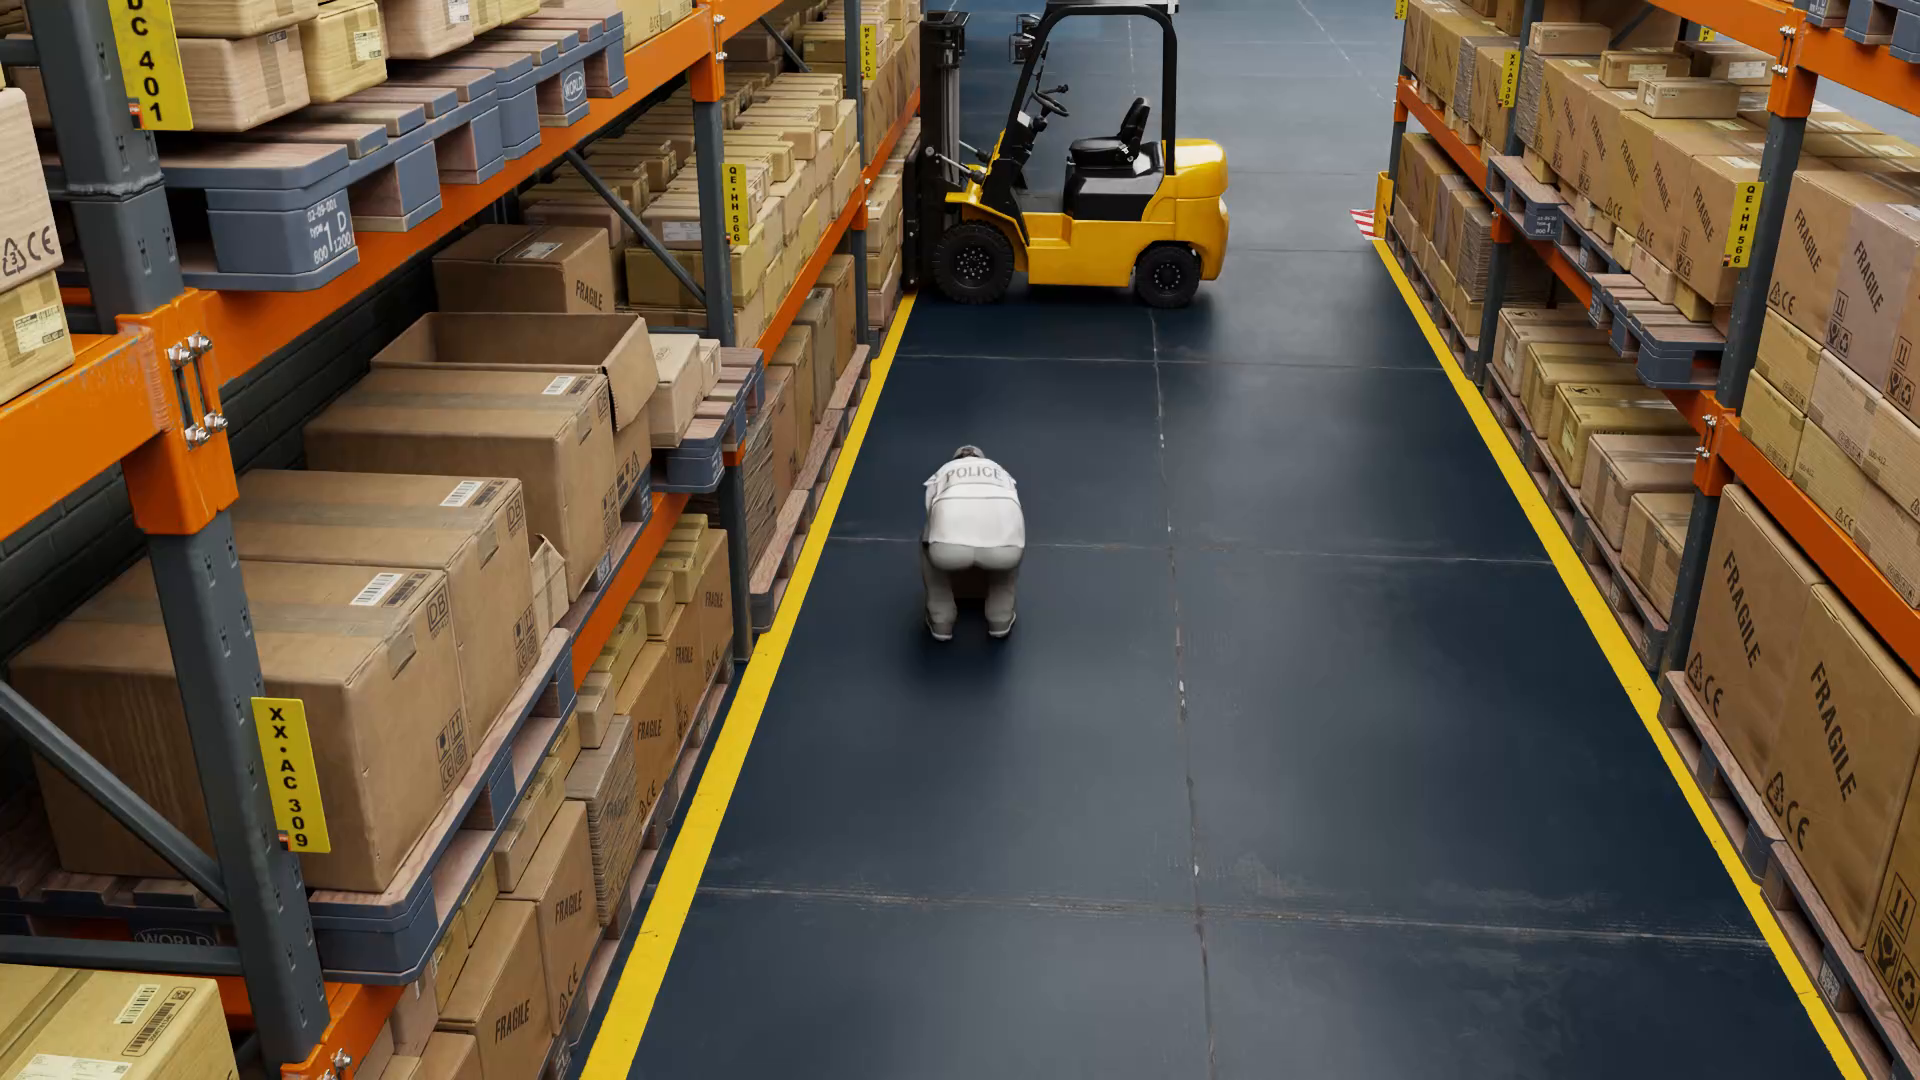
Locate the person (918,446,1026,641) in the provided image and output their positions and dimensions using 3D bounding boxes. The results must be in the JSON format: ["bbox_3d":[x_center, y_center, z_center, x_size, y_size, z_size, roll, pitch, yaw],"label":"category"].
[{"bbox_3d":[0.065,0.019,7.666,0.483,0.775,0.939,0,25,1],"label":"person"}]
